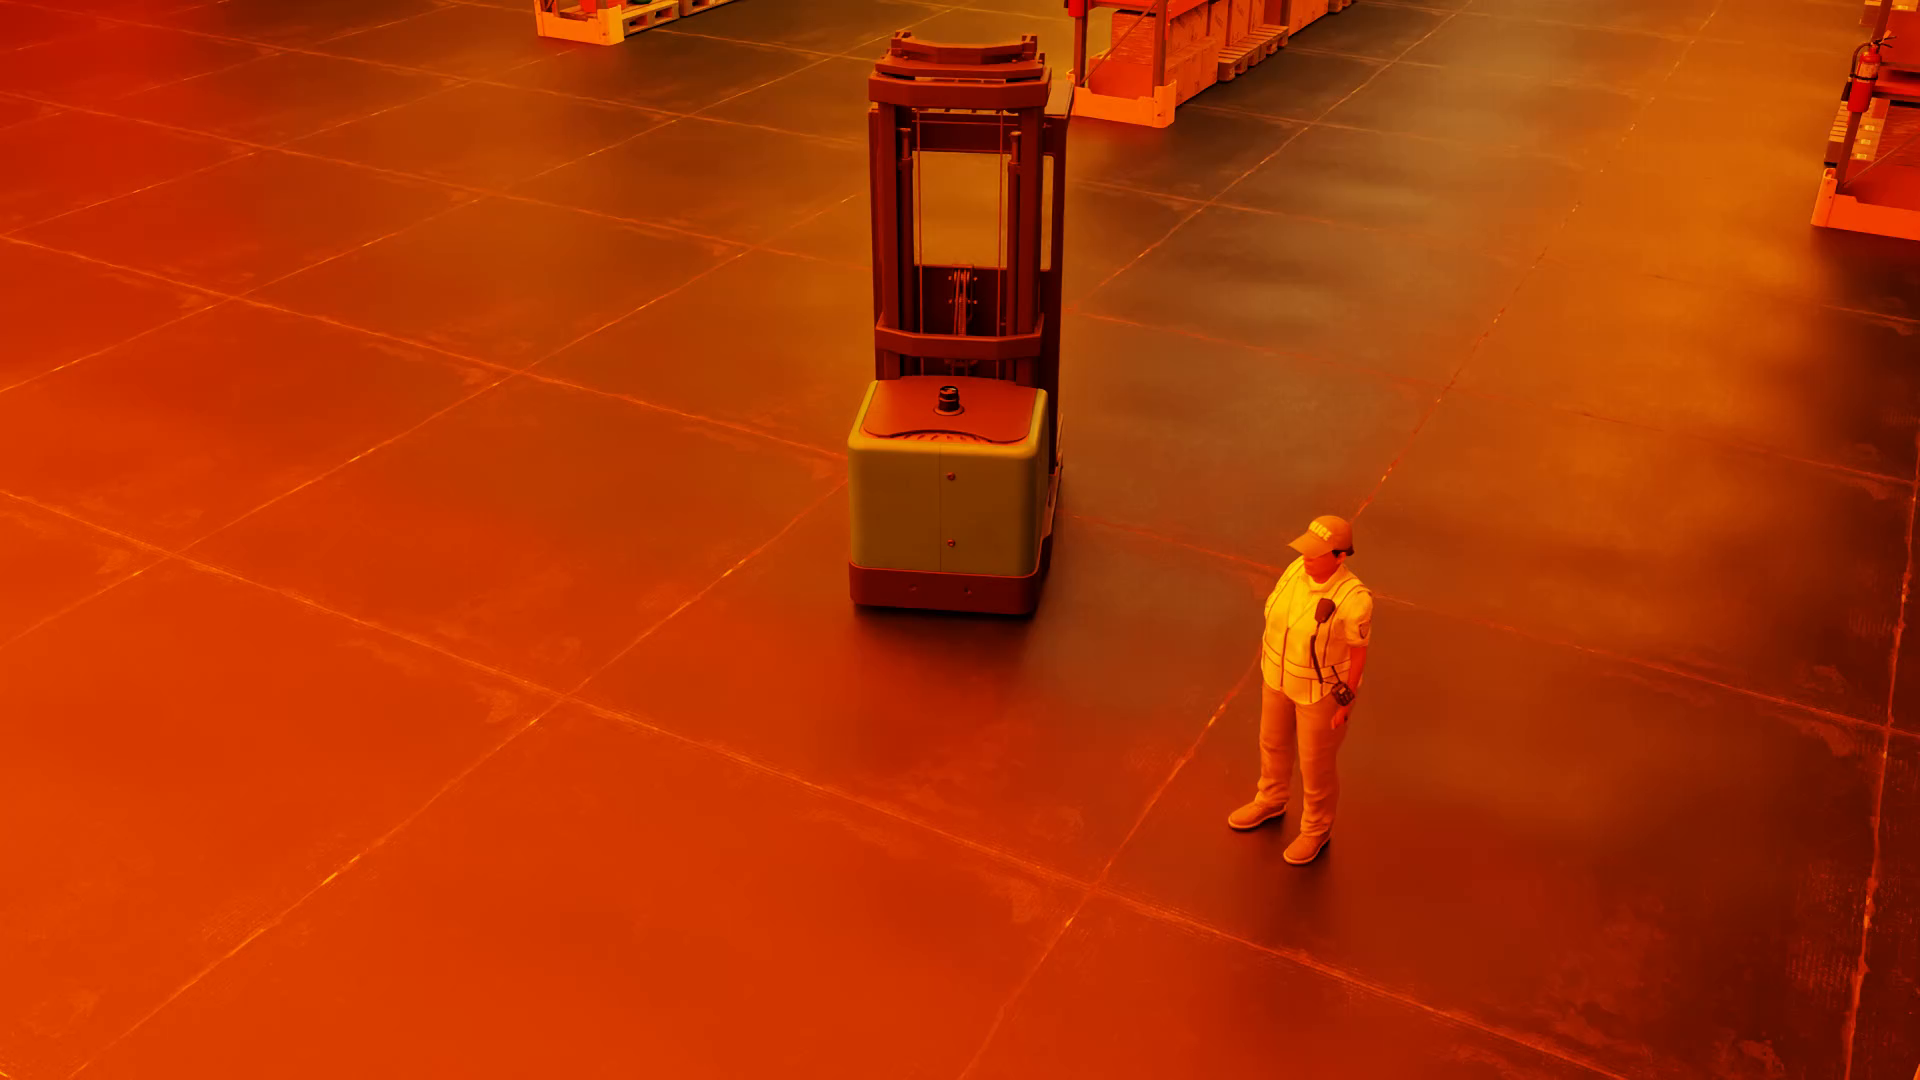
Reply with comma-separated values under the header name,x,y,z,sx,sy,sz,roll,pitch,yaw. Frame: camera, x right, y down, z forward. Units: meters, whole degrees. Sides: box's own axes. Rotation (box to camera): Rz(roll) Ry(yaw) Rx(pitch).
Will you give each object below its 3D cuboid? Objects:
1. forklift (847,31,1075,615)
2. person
name,x,y,z,sx,sy,sz,roll,pitch,yaw
forklift,0.072,-1.572,9.794,1.130,2.935,3.031,3,30,6
person,1.506,0.633,7.247,0.393,1.669,0.482,-22,37,-33
